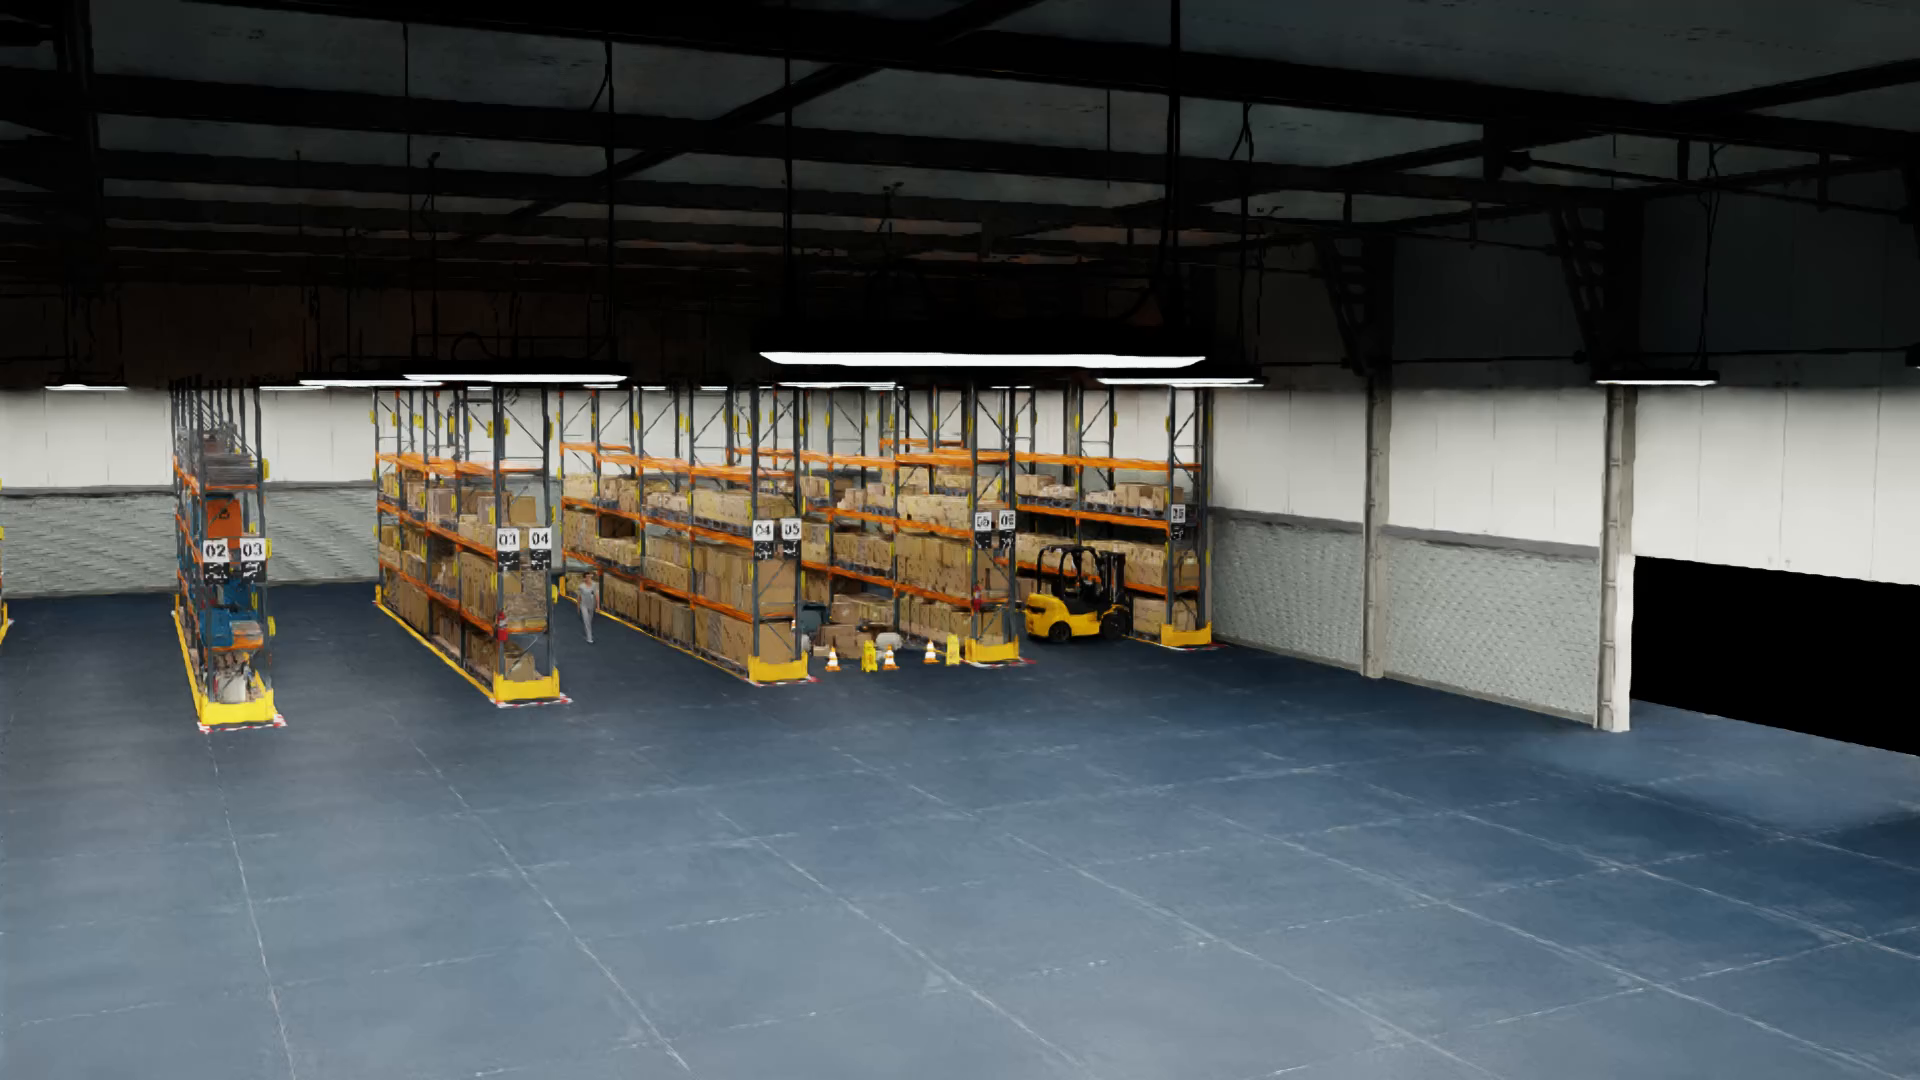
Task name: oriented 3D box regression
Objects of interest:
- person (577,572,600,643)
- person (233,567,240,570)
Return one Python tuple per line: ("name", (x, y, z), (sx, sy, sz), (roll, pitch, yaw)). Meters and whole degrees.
("person", (-8.511, 1.523, 38.148), (0.455, 1.612, 1.019), (-3, 6, -28))
("person", (-19.974, 0.867, 45.630), (0.505, 1.560, 1.043), (-4, 6, -36))
